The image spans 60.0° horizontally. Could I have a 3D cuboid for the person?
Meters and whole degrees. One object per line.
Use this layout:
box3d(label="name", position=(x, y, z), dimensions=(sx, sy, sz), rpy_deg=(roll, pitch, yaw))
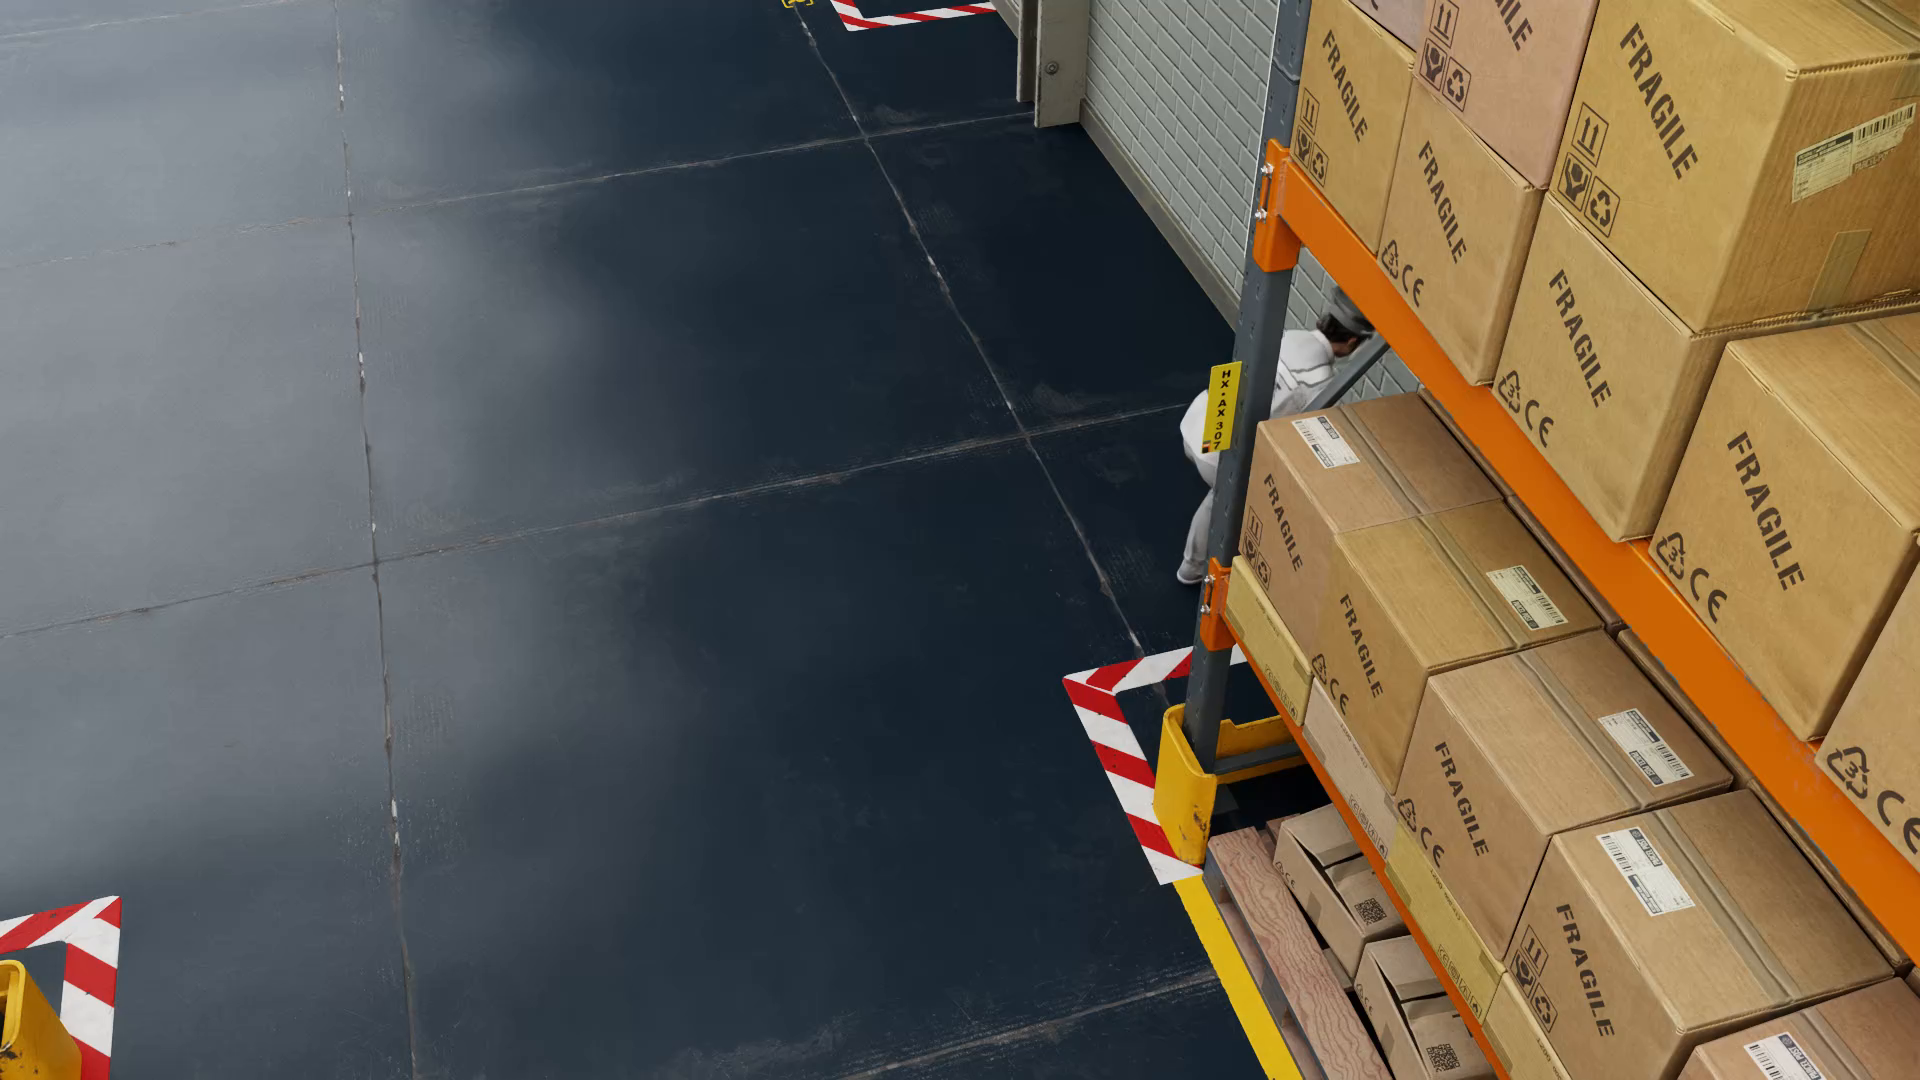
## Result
box3d(label="person", position=(1.250, -0.351, 6.693), dimensions=(0.756, 1.470, 0.405), rpy_deg=(-13, 44, -14))
